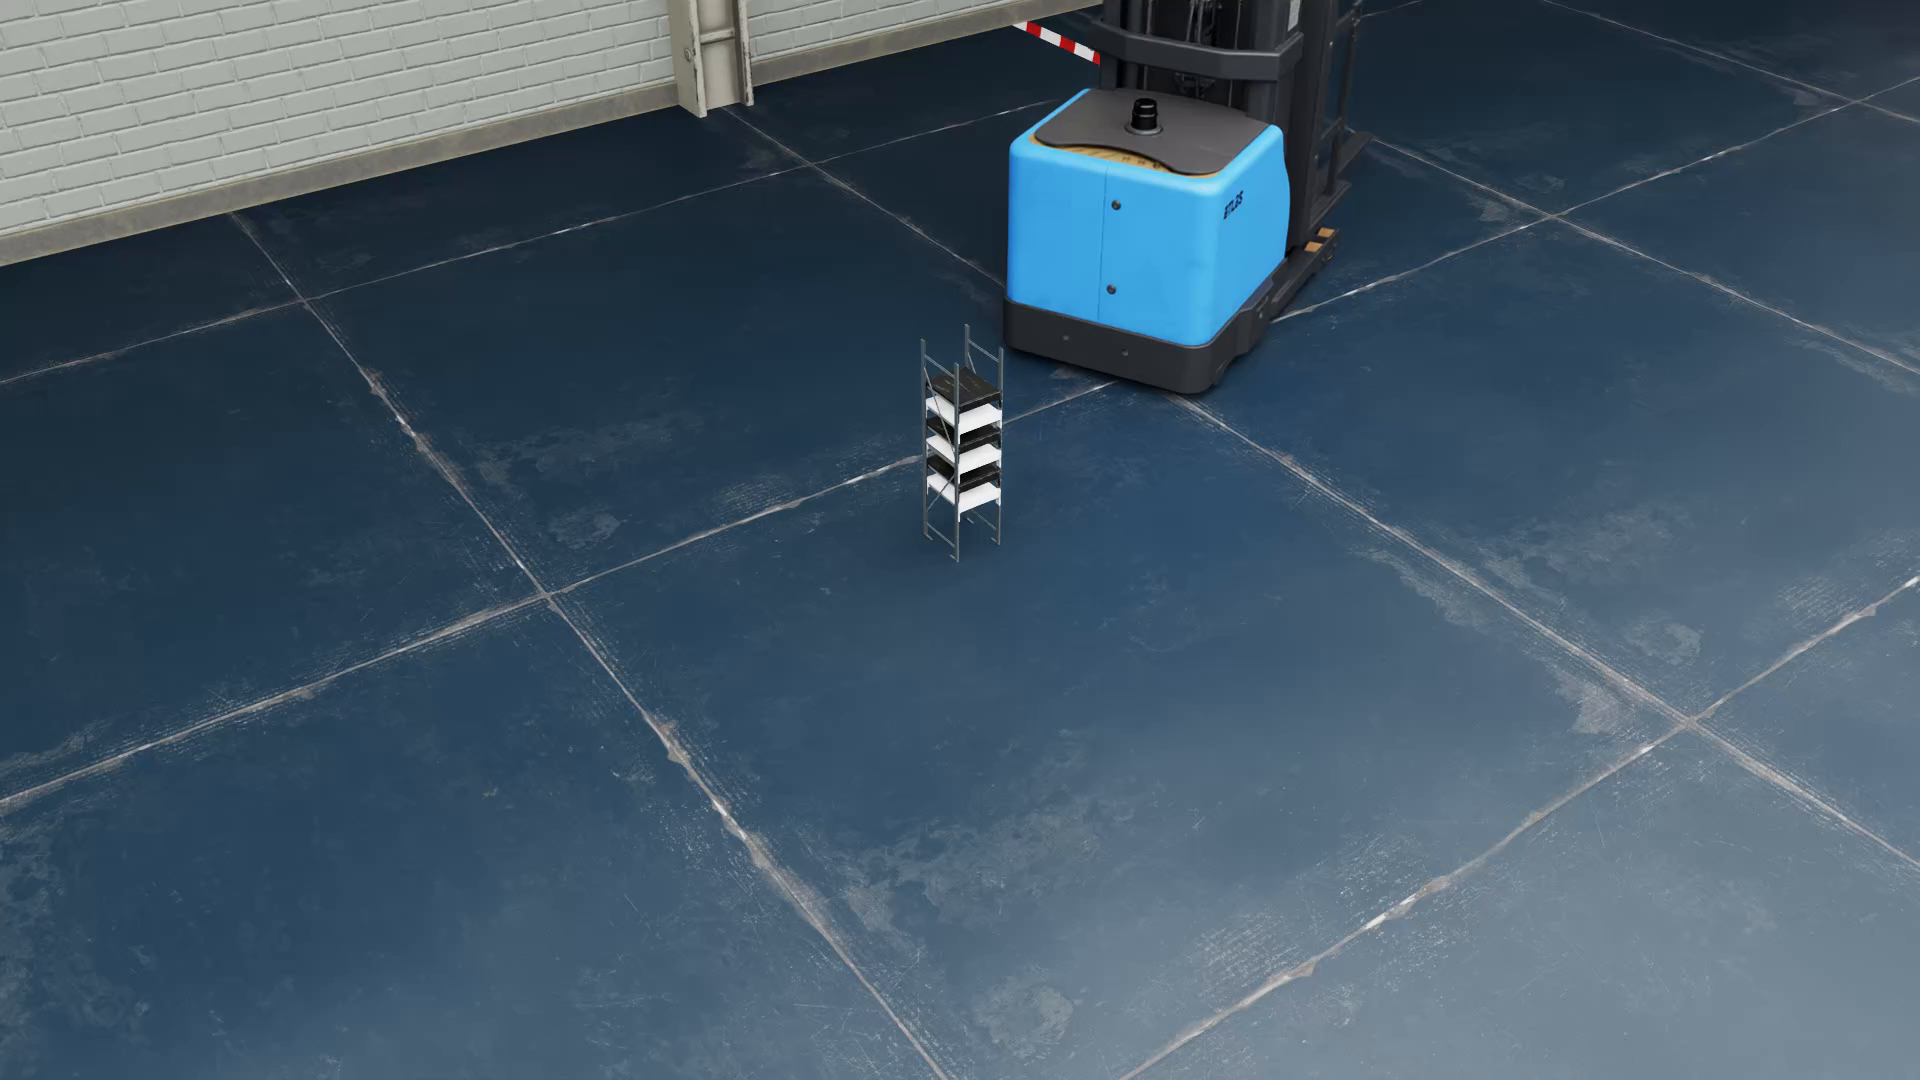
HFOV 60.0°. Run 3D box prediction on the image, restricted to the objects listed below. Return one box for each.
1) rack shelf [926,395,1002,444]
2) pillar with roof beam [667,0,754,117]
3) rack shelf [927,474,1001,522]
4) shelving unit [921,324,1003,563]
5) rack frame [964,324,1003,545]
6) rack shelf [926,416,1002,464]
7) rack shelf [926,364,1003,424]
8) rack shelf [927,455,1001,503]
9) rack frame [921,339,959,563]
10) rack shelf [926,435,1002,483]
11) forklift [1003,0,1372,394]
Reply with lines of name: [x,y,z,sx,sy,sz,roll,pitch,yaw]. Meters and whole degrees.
rack shelf: [0.007,-0.487,6.405,0.200,0.077,0.258,-22,41,-28]
pillar with roof beam: [0.918,-4.389,5.145,0.400,9.000,9.100,-22,41,-28]
rack shelf: [0.007,-0.195,6.616,0.200,0.077,0.258,-22,41,-28]
shelving unit: [0.007,-0.368,6.491,0.210,0.900,0.258,-22,41,-28]
rack frame: [0.090,-0.402,6.539,0.006,0.900,0.240,-22,41,-28]
rack shelf: [0.007,-0.414,6.458,0.200,0.077,0.258,-22,41,-28]
rack shelf: [0.007,-0.560,6.353,0.200,0.077,0.258,-22,41,-28]
rack shelf: [0.007,-0.268,6.563,0.200,0.077,0.258,-22,41,-28]
rack frame: [-0.076,-0.334,6.443,0.006,0.900,0.240,-22,41,-28]
rack shelf: [0.007,-0.341,6.510,0.200,0.077,0.258,-22,41,-28]
forklift: [1.361,-2.694,7.986,1.130,2.935,3.031,18,39,23]
